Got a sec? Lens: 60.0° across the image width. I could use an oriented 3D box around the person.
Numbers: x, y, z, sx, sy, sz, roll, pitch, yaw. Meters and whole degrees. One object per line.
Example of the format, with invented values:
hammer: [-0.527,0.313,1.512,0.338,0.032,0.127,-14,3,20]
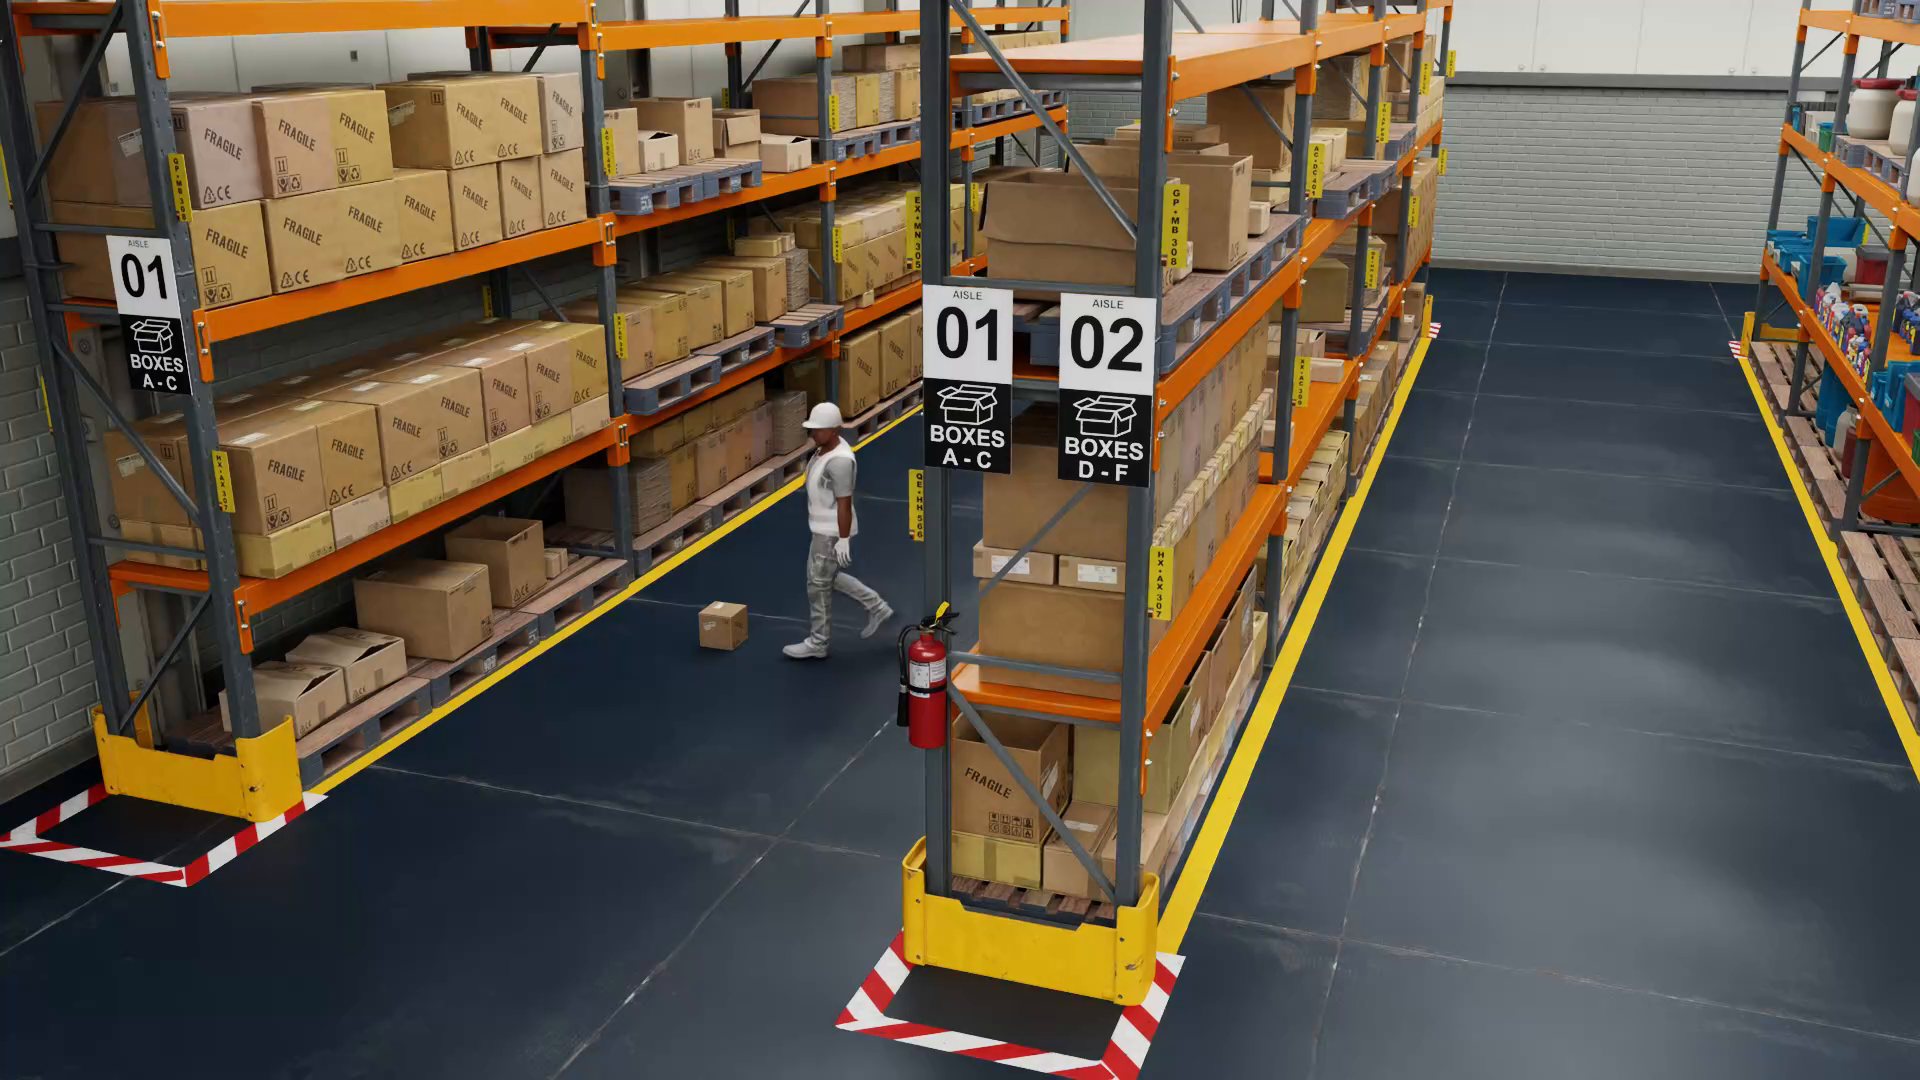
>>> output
person: [-0.836,-0.073,11.221,0.779,1.775,0.592,-2,19,-7]
